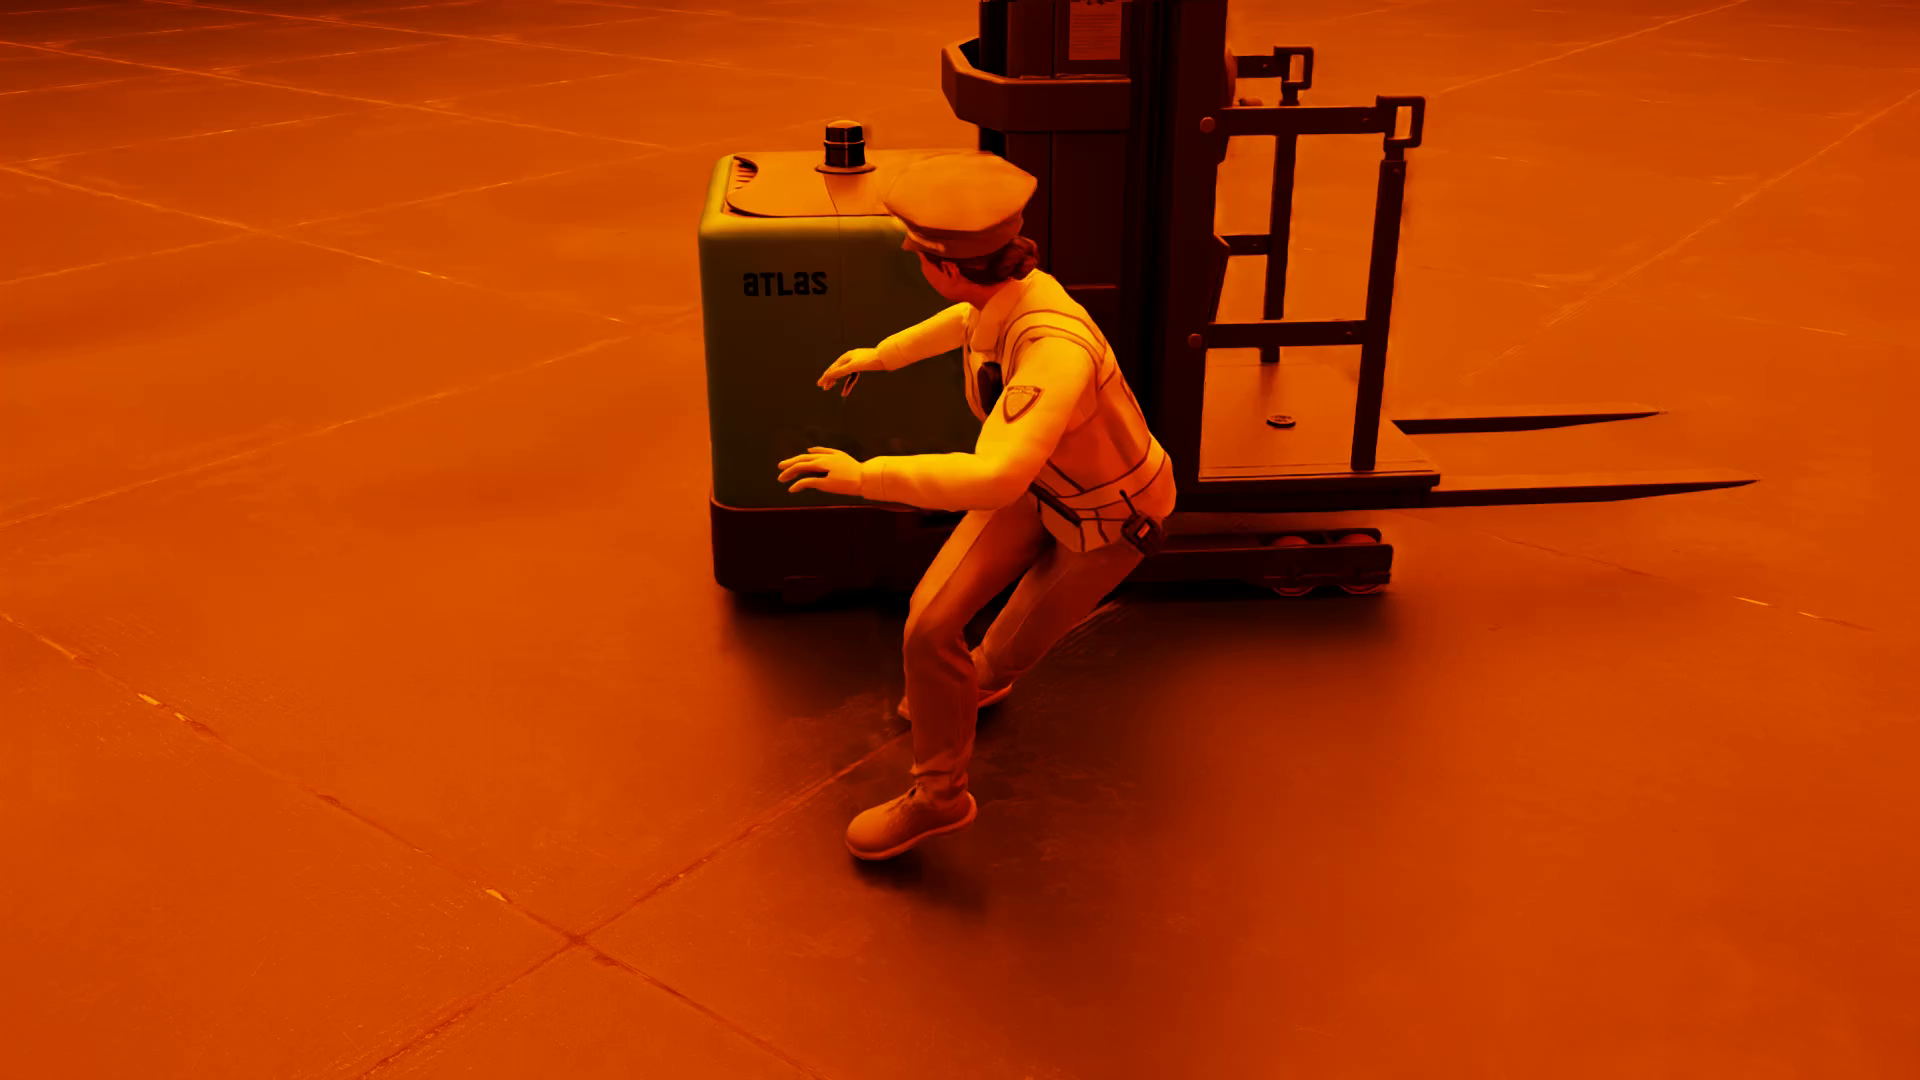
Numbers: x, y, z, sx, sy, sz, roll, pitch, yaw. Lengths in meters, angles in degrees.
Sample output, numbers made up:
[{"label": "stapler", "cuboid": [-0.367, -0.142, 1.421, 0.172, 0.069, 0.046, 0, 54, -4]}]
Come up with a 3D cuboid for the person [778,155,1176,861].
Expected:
[{"label": "person", "cuboid": [-0.042, -0.053, 3.307, 0.886, 1.429, 0.910, -18, 29, -35]}]

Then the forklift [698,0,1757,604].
[{"label": "forklift", "cuboid": [0.795, -1.394, 4.545, 3.031, 2.935, 1.130, -2, 24, -5]}]
